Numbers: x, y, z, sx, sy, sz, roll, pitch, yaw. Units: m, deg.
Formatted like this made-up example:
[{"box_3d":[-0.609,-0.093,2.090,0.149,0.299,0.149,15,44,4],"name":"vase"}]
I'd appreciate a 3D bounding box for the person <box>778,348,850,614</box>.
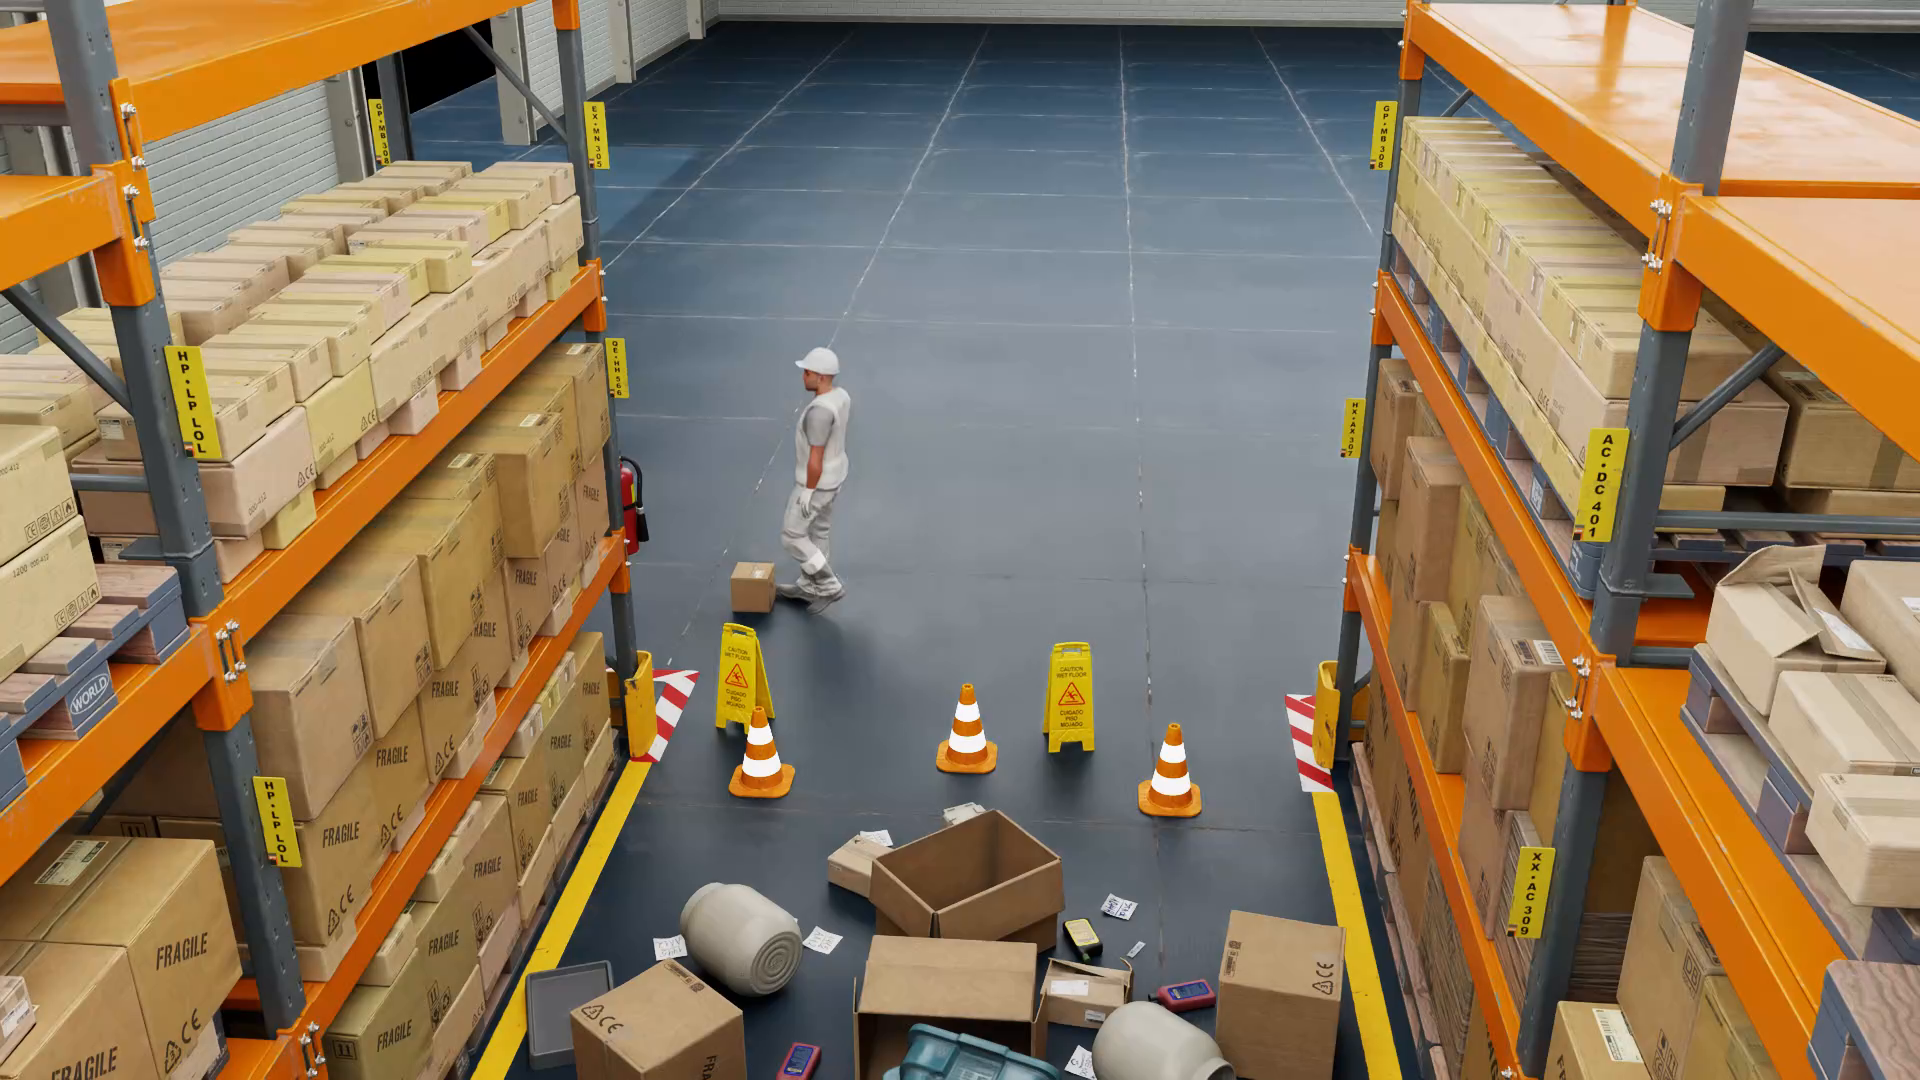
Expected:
[{"box_3d":[-0.996,-0.384,10.812,0.540,1.795,0.604,6,25,13],"name":"person"}]
